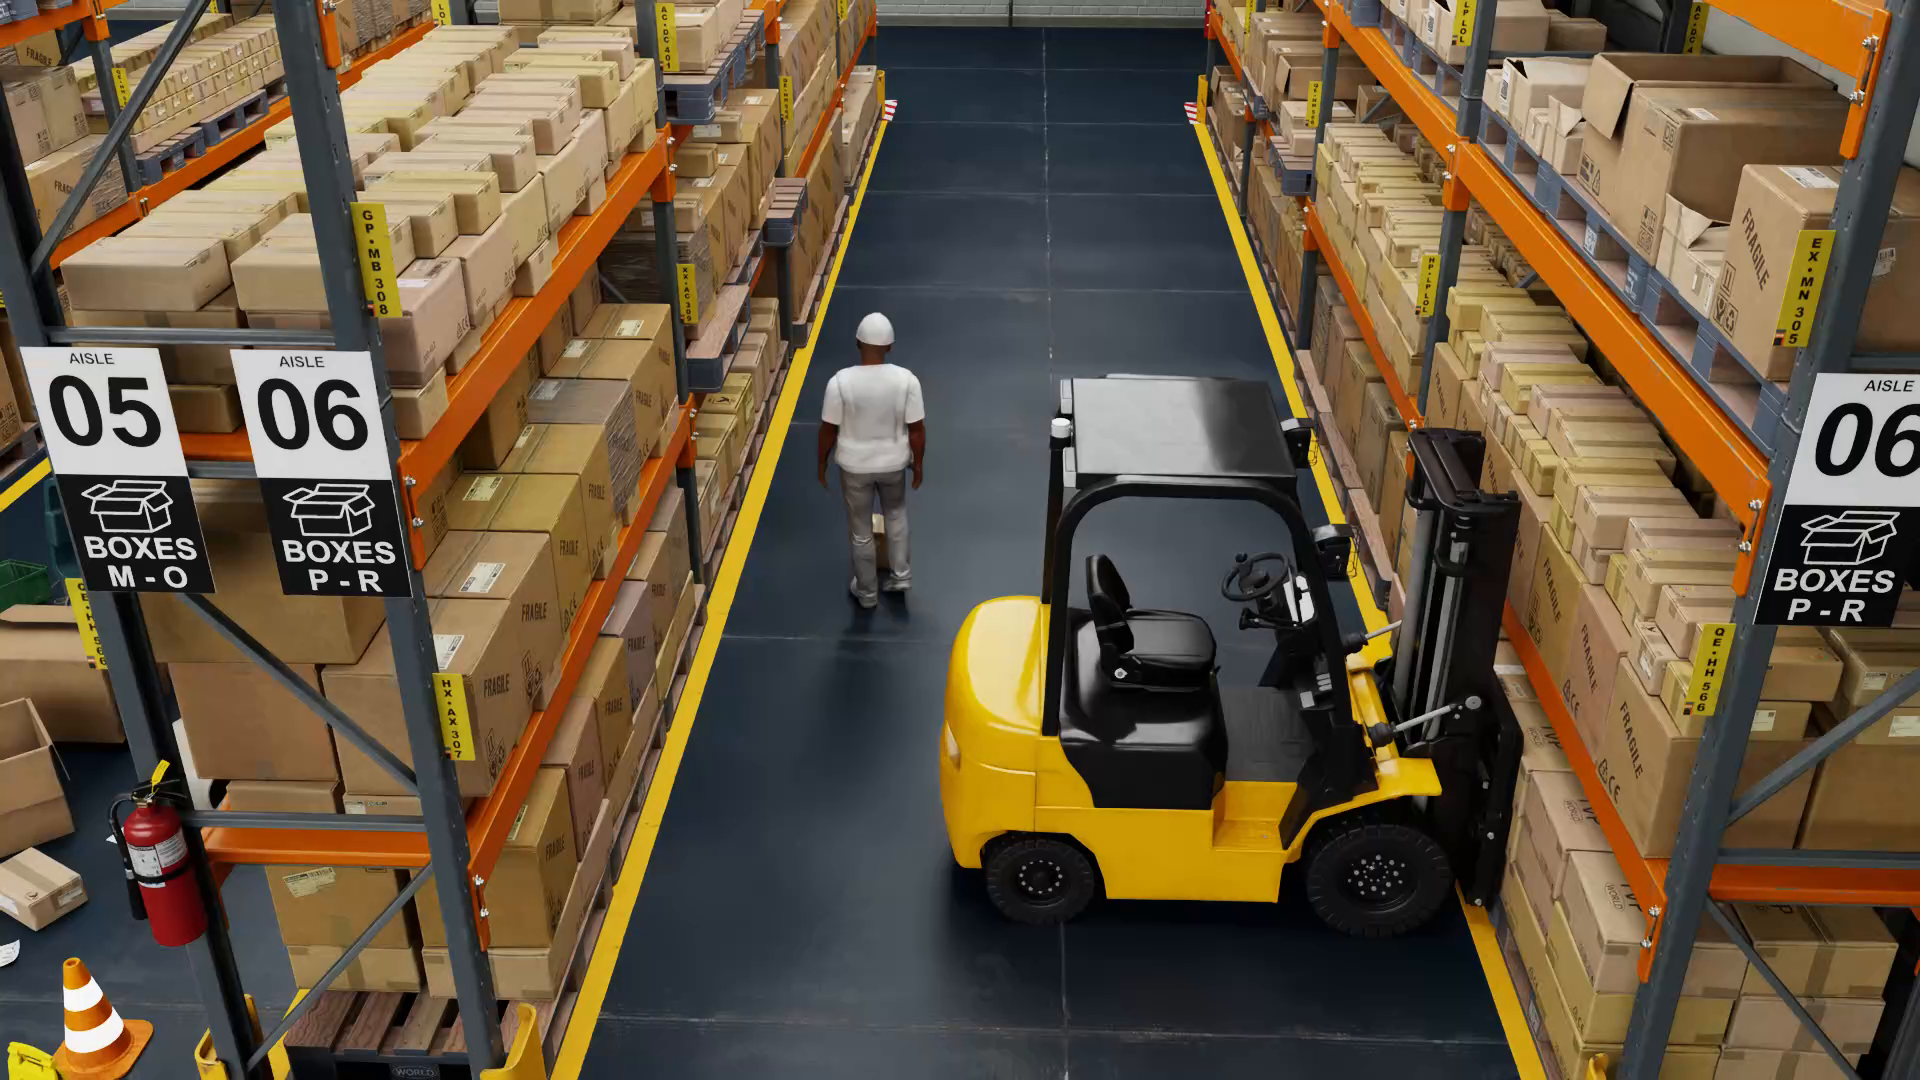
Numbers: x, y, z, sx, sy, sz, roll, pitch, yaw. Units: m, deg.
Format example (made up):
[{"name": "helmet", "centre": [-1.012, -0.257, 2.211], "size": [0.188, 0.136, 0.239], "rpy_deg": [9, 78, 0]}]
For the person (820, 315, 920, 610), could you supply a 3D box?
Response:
[{"name": "person", "centre": [-0.500, -0.442, 9.441], "size": [0.562, 1.764, 0.398], "rpy_deg": [1, 28, 1]}]
